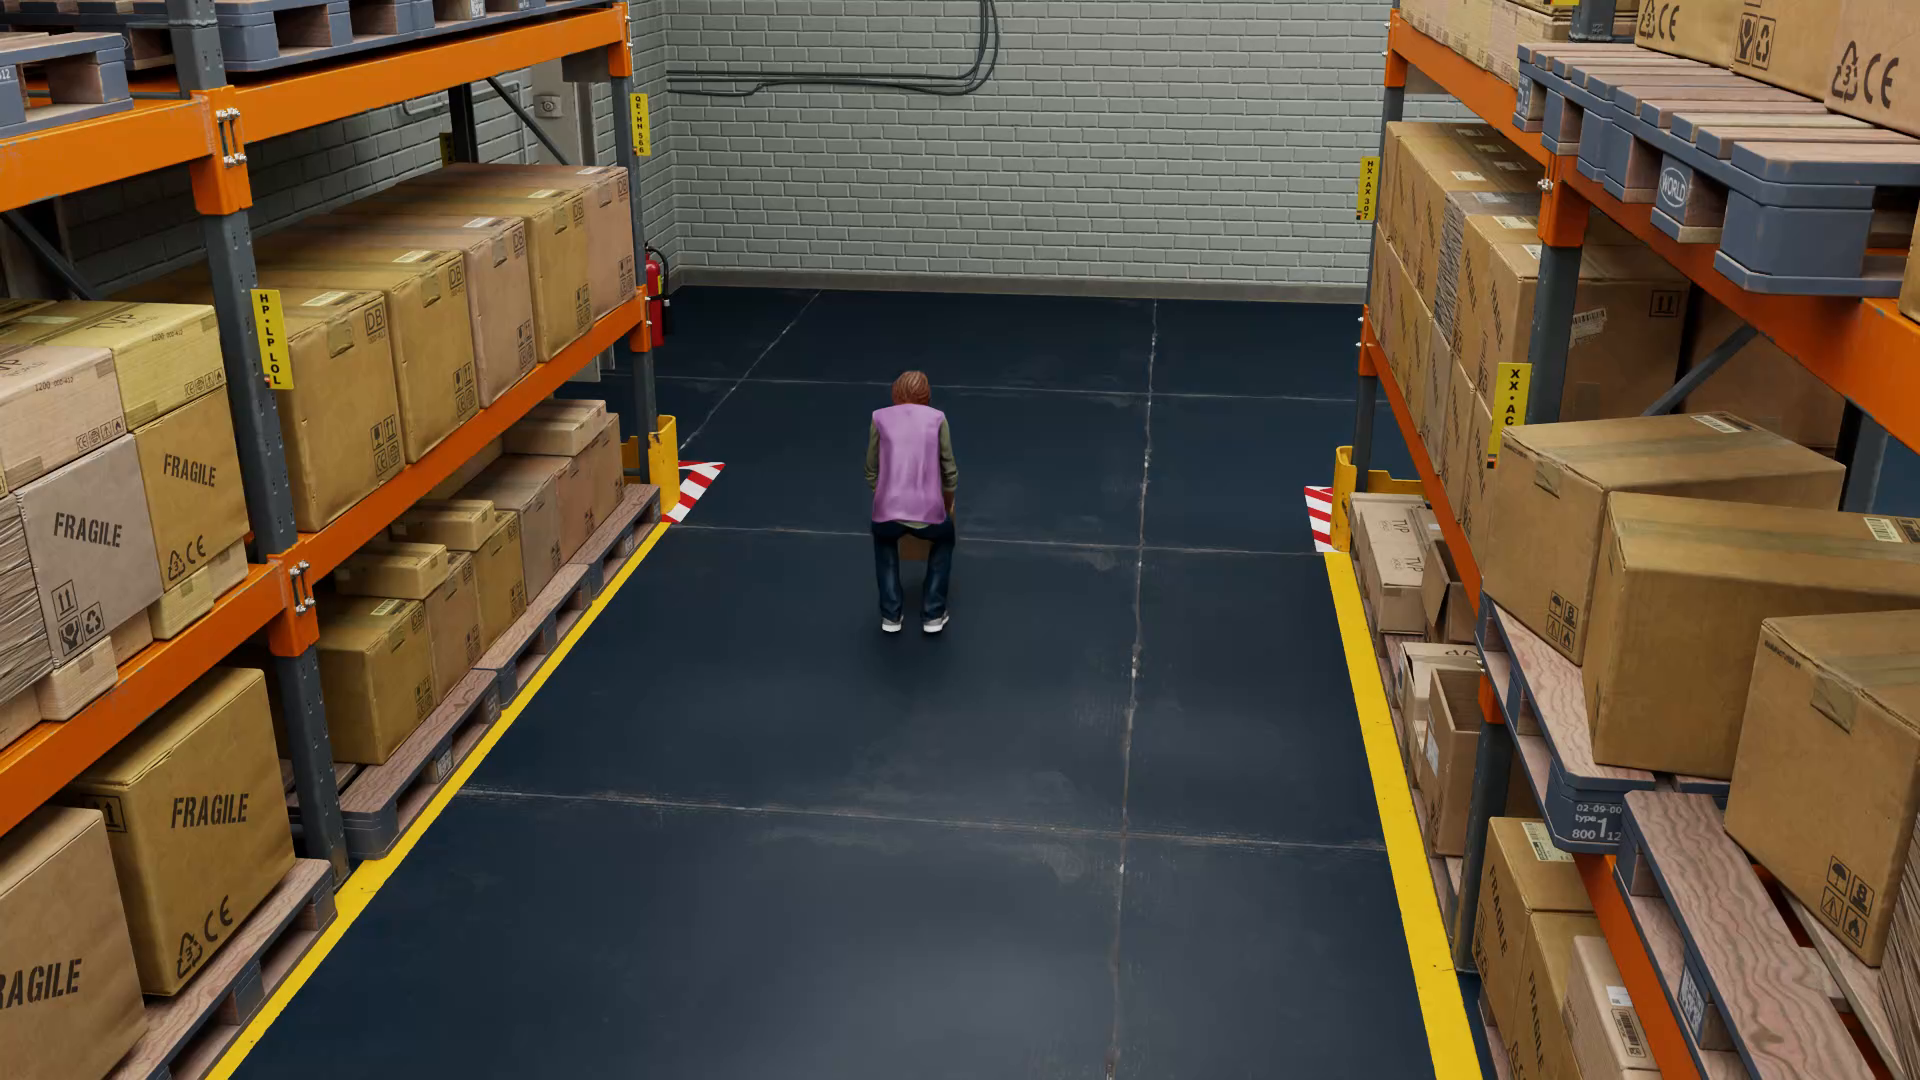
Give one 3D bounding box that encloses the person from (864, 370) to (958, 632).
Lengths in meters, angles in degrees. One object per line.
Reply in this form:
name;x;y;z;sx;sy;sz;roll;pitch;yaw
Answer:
person;-0.255;-0.155;8.037;0.462;1.203;0.698;3;22;6
